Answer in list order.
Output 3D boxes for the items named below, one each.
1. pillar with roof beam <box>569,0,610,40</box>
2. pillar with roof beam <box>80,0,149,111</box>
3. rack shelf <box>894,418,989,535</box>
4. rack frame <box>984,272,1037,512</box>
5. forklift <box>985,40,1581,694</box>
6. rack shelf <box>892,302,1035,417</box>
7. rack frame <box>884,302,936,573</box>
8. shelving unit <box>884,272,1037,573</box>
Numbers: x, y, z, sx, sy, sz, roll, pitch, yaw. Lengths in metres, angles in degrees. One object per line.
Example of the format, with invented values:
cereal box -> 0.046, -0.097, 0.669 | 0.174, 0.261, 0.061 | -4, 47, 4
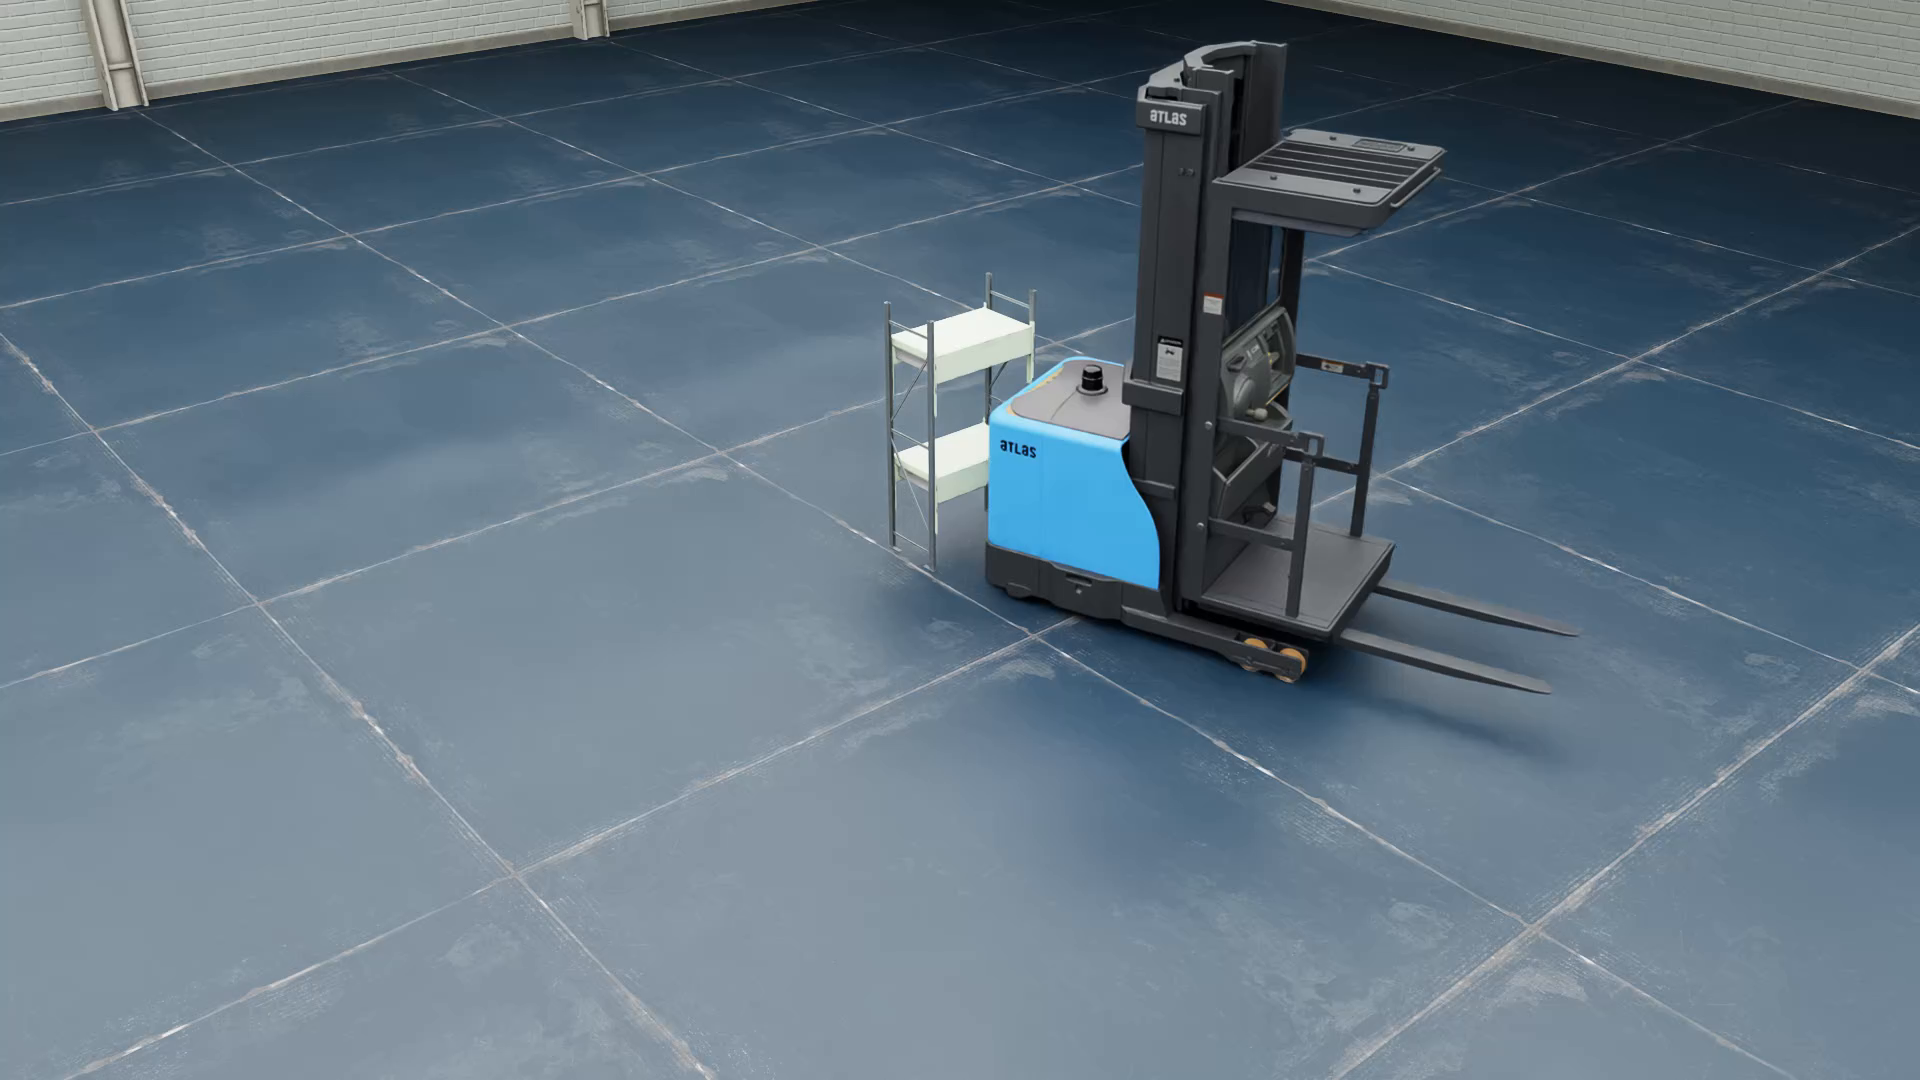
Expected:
pillar with roof beam -> -2.196, -9.246, 17.503 | 0.400, 9.000, 9.100 | -22, 35, -35
pillar with roof beam -> -6.760, -7.410, 14.068 | 0.400, 9.000, 9.100 | -22, 35, -35
rack shelf -> 0.005, -0.376, 9.554 | 0.720, 0.370, 0.431 | -22, 35, -35
rack frame -> 0.284, -0.775, 9.610 | 0.023, 1.500, 0.400 | -22, 35, -35
forklift -> 1.672, -0.861, 8.252 | 3.031, 2.935, 1.130 | 15, 32, 26
rack shelf -> 0.005, -1.008, 9.216 | 0.720, 0.370, 0.431 | -22, 35, -35
rack frame -> -0.273, -0.552, 9.191 | 0.023, 1.500, 0.400 | -22, 35, -35
shelving unit -> 0.005, -0.664, 9.400 | 0.755, 1.500, 0.431 | -22, 35, -35
